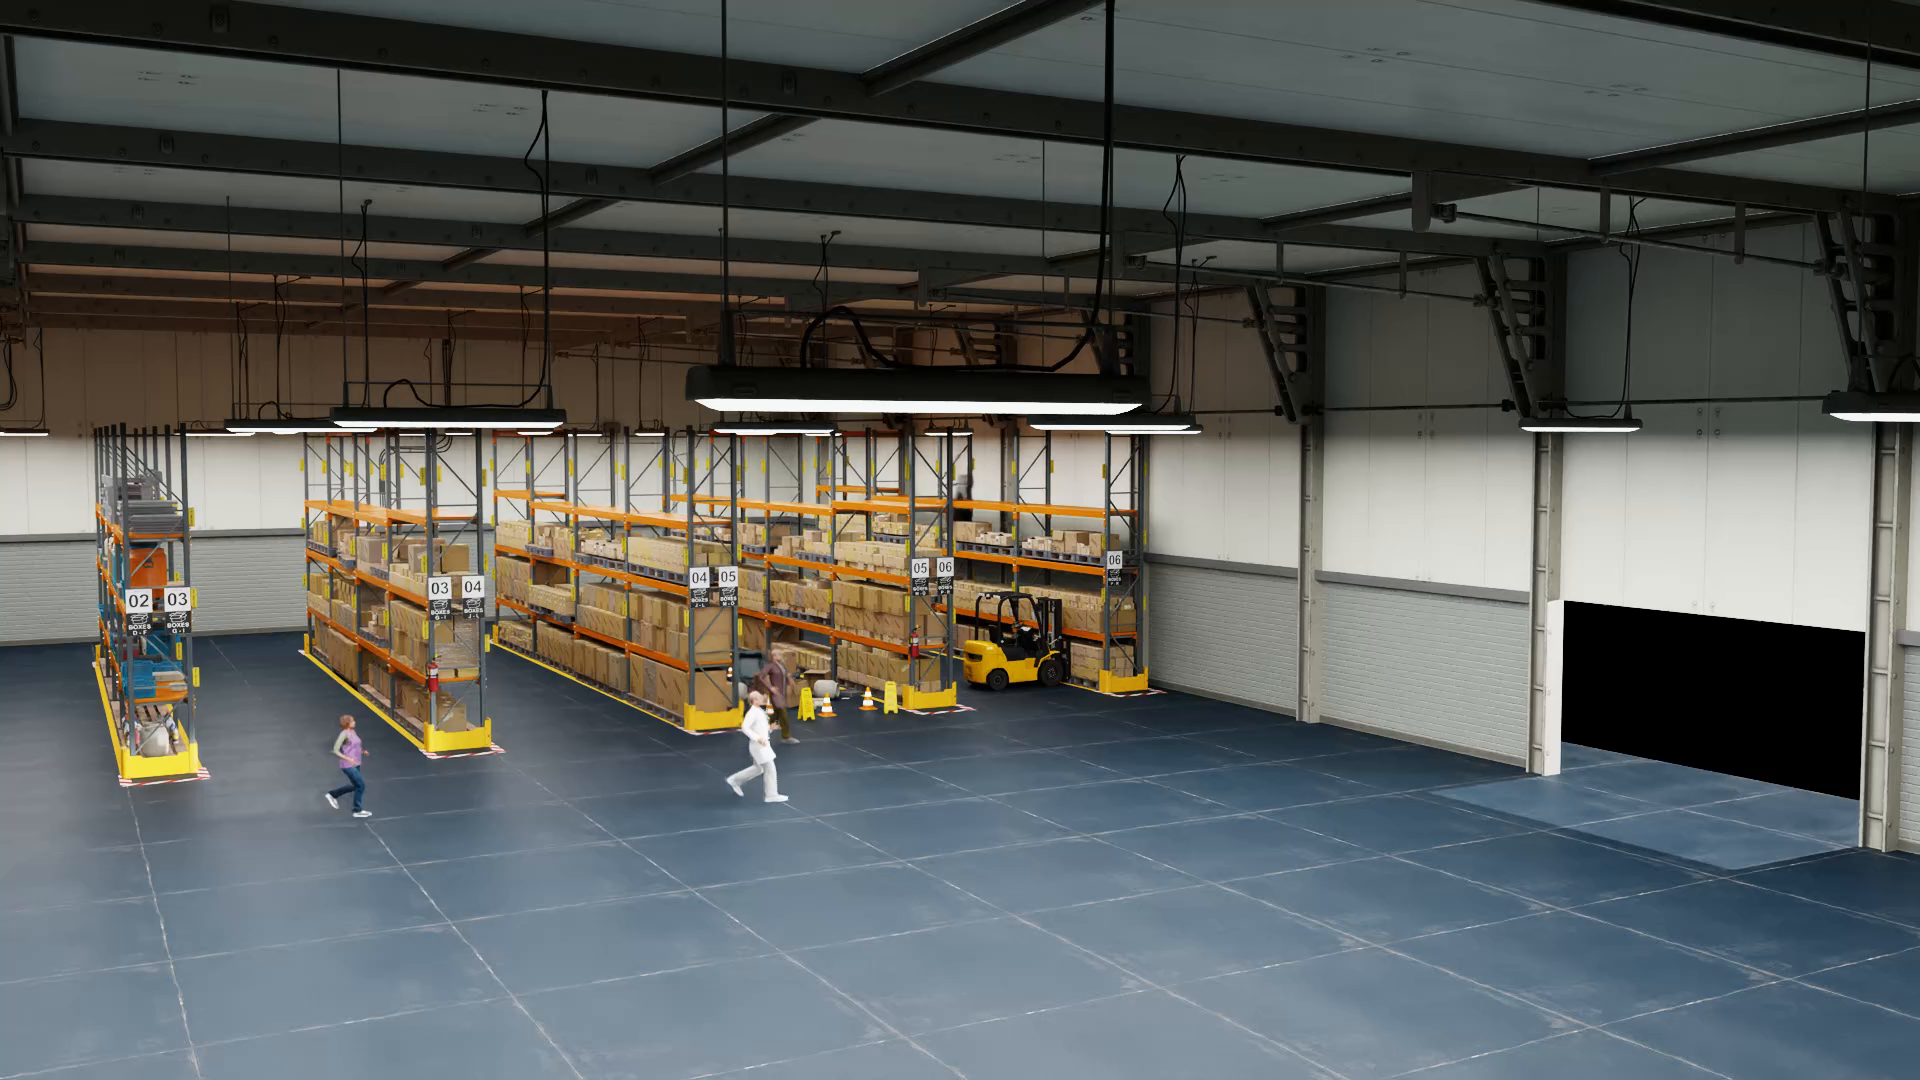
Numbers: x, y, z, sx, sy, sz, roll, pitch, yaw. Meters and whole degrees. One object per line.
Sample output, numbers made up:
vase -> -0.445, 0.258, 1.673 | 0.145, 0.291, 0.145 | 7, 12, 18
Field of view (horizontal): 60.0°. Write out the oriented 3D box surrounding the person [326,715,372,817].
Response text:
person -> -9.274, 3.416, 25.160 | 0.705, 1.555, 0.544 | 0, 3, 0

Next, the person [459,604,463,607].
person -> -14.193, 2.125, 46.273 | 0.683, 1.626, 0.560 | 0, 3, 7

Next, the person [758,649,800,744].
person -> -3.453, 3.022, 31.212 | 0.976, 1.559, 0.718 | 1, 4, 22

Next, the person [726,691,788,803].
person -> -3.196, 3.253, 26.163 | 0.979, 1.752, 0.719 | 0, 3, -4
